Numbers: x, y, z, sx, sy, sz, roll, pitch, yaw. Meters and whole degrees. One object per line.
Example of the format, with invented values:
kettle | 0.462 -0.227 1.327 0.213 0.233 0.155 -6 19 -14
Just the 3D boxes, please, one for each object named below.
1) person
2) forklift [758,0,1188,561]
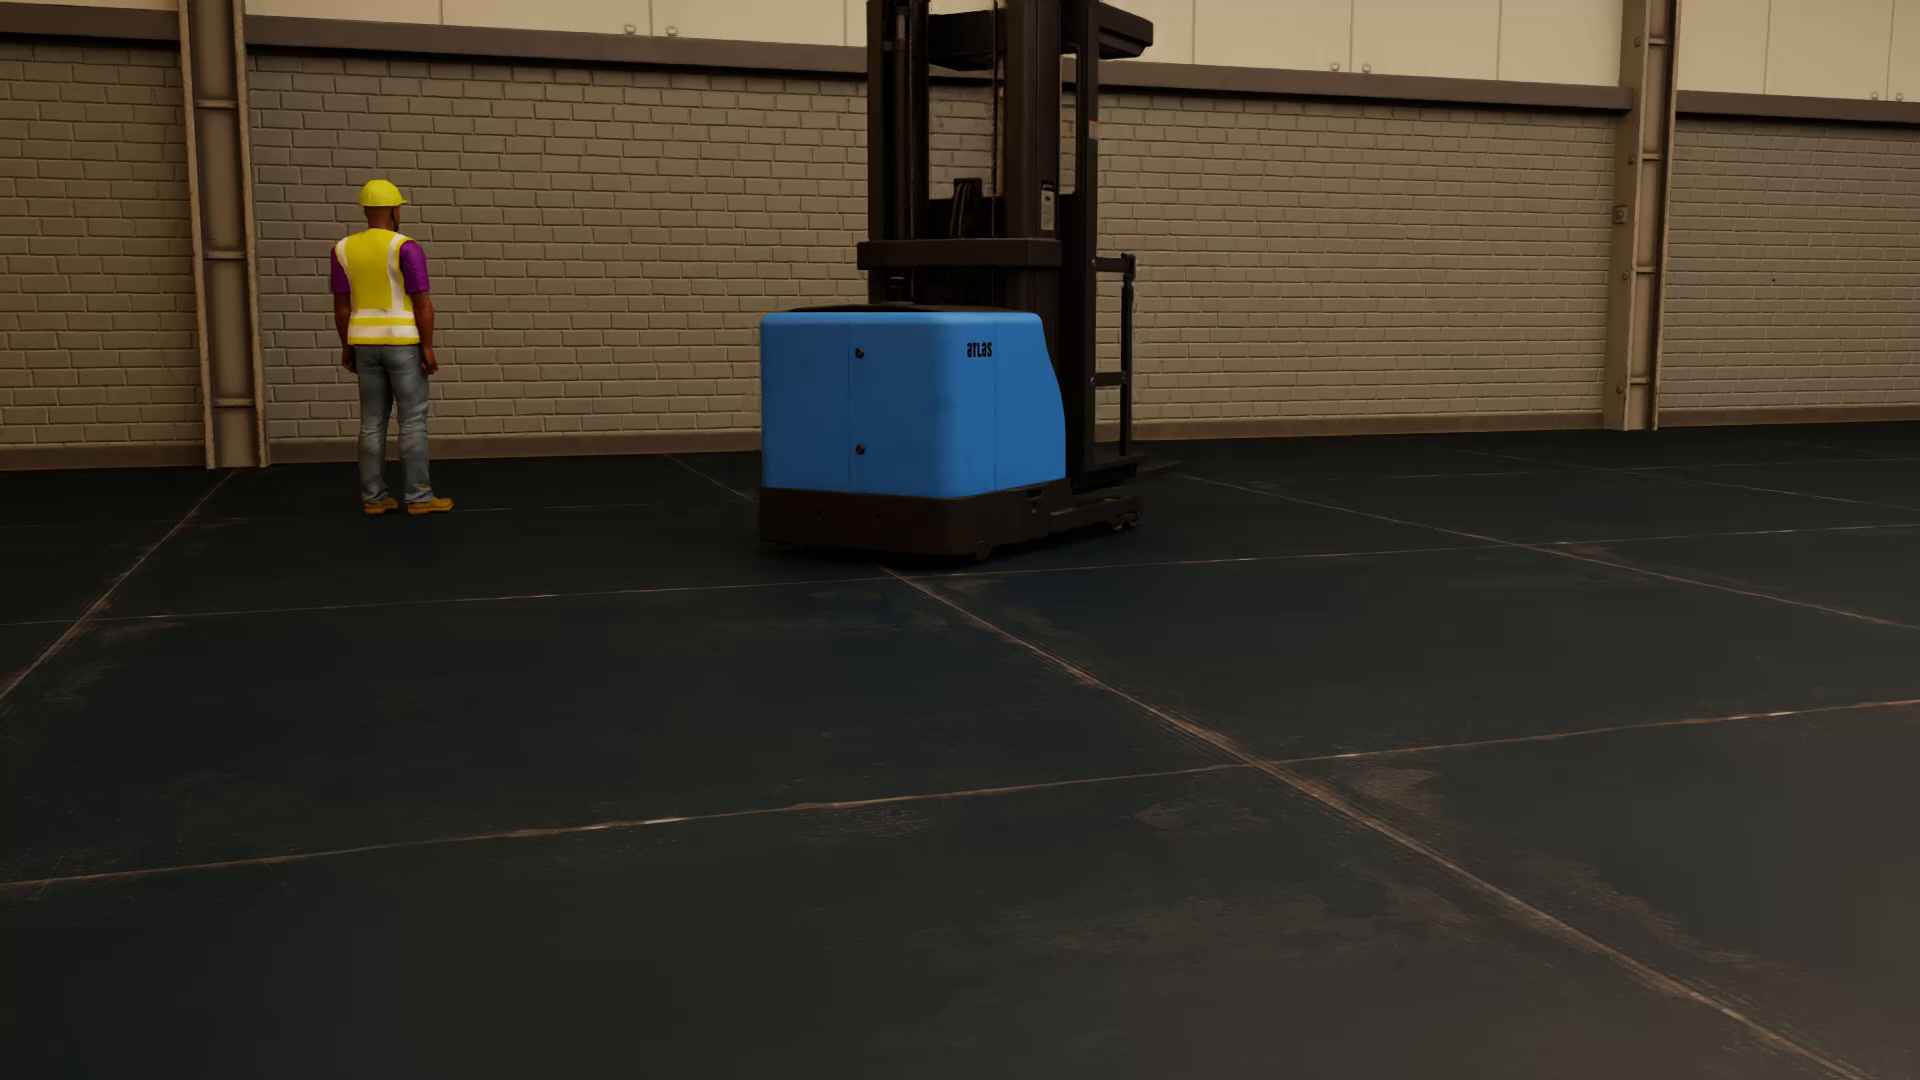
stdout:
person | -3.049 -1.025 8.908 0.553 1.771 0.378 1 8 10
forklift | 0.271 -1.522 8.235 1.130 2.935 3.031 4 9 29
